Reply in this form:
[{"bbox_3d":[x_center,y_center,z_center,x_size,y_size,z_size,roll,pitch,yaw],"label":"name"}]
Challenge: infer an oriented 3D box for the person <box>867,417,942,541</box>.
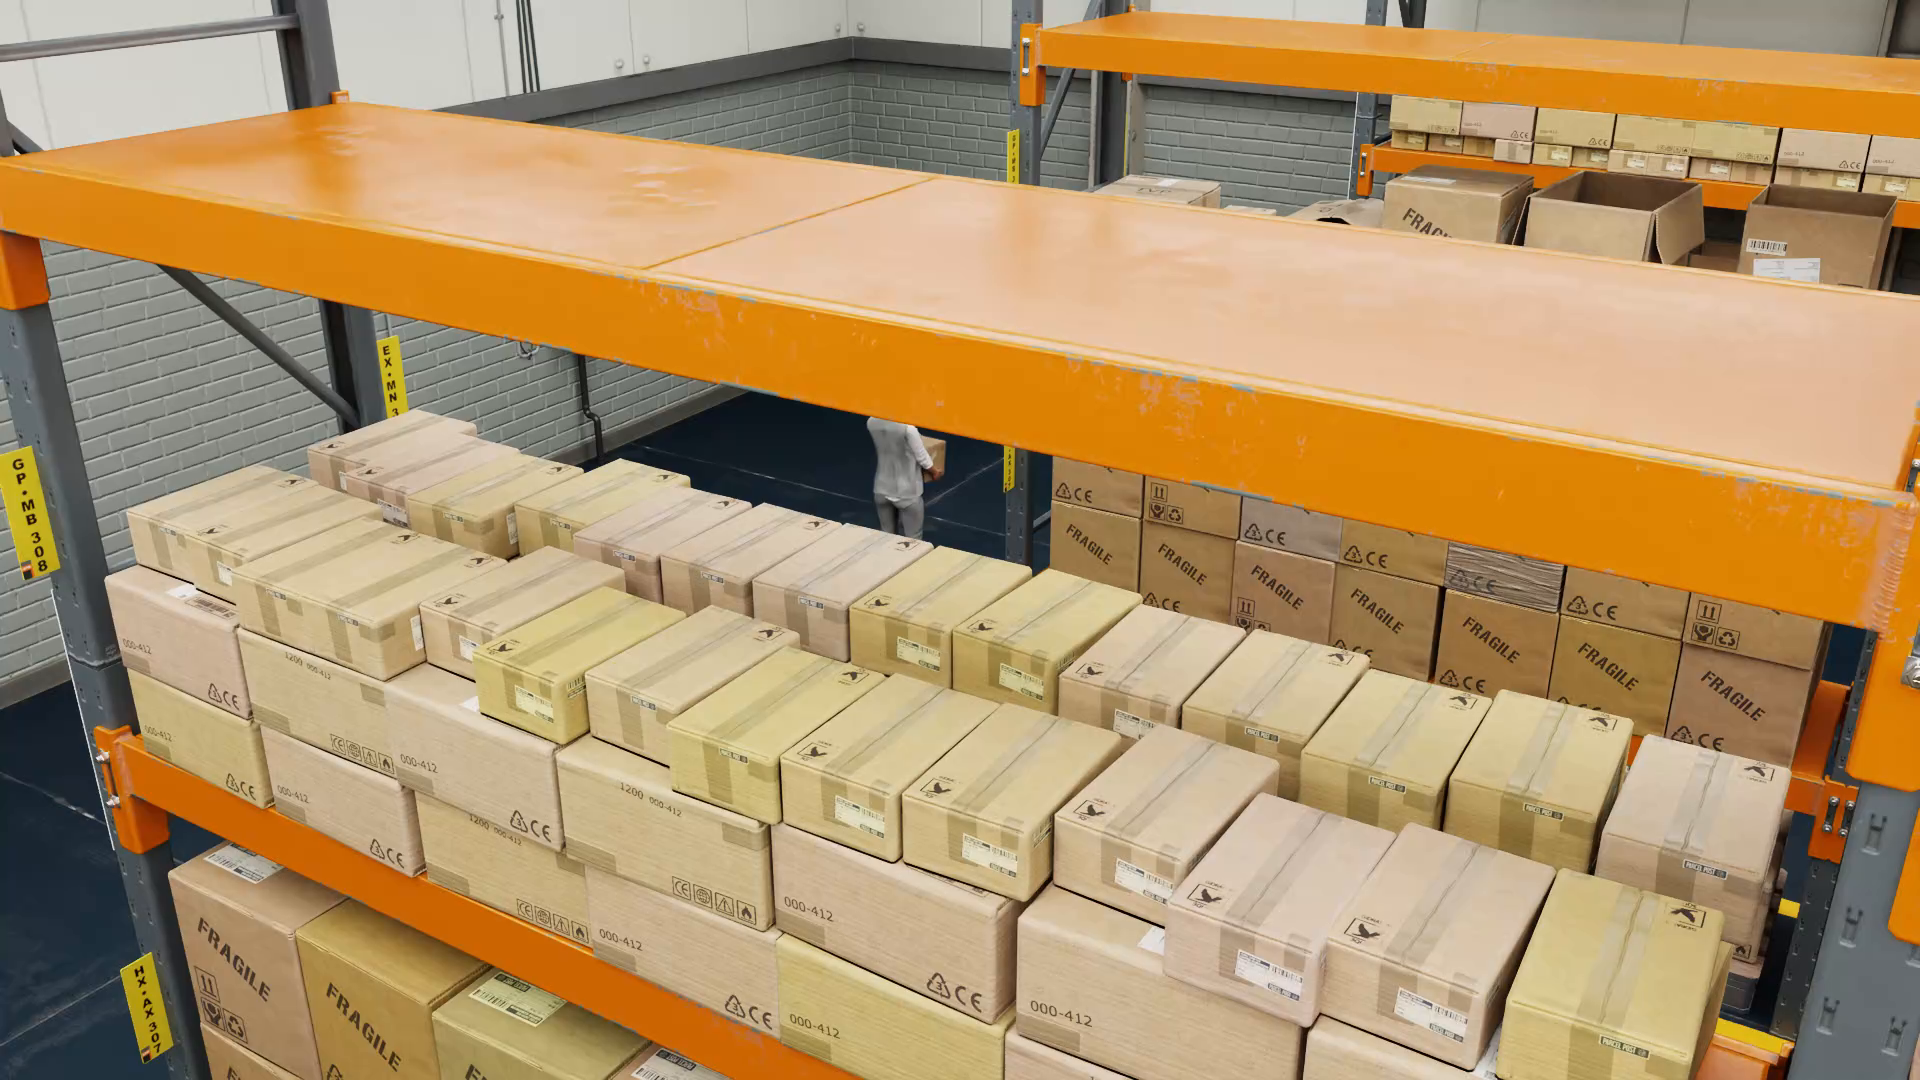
[{"bbox_3d":[-0.374,-0.349,11.355,0.419,1.594,0.492,14,27,29],"label":"person"}]
